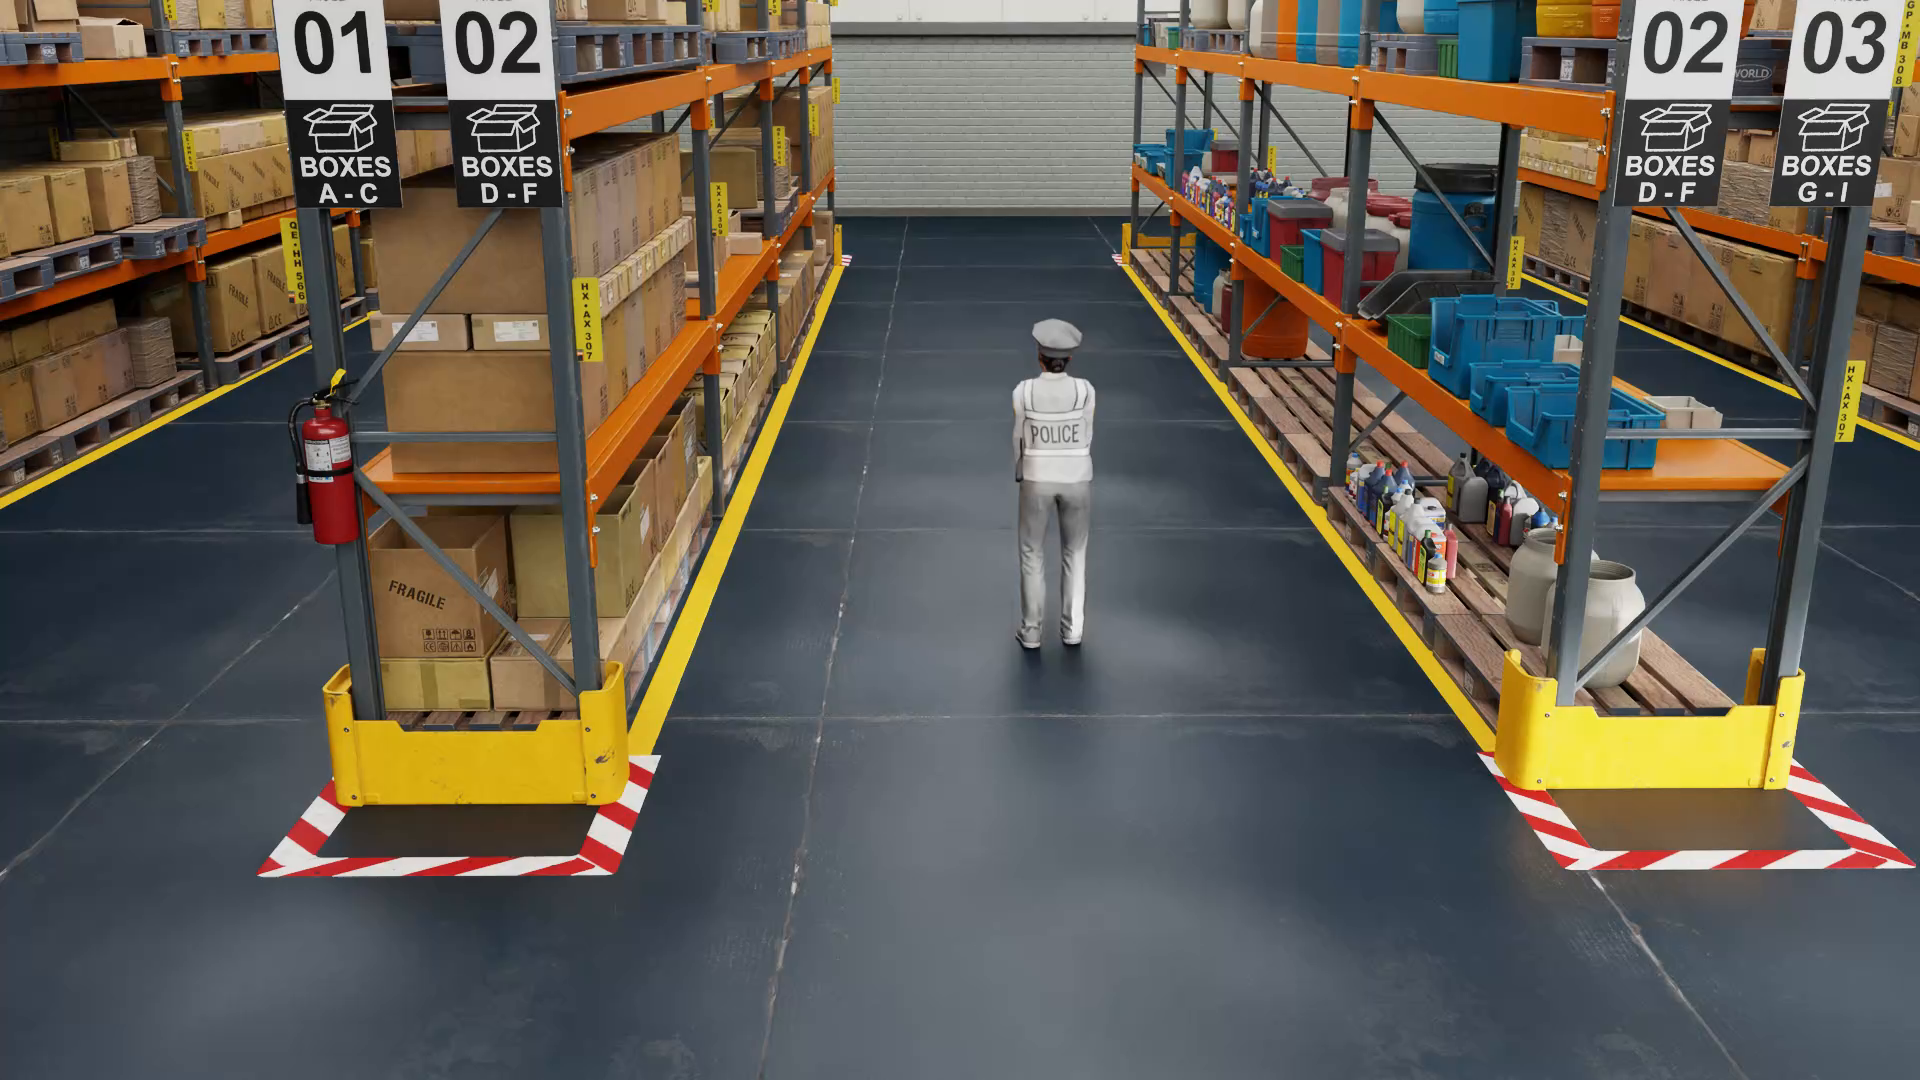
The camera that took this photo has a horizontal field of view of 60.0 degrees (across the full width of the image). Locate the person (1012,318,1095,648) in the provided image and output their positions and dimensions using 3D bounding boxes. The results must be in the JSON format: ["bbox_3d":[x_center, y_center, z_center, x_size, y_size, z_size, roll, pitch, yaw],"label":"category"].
[{"bbox_3d":[0.464,-0.294,8.462,0.416,1.691,0.522,0,17,-2],"label":"person"}]
